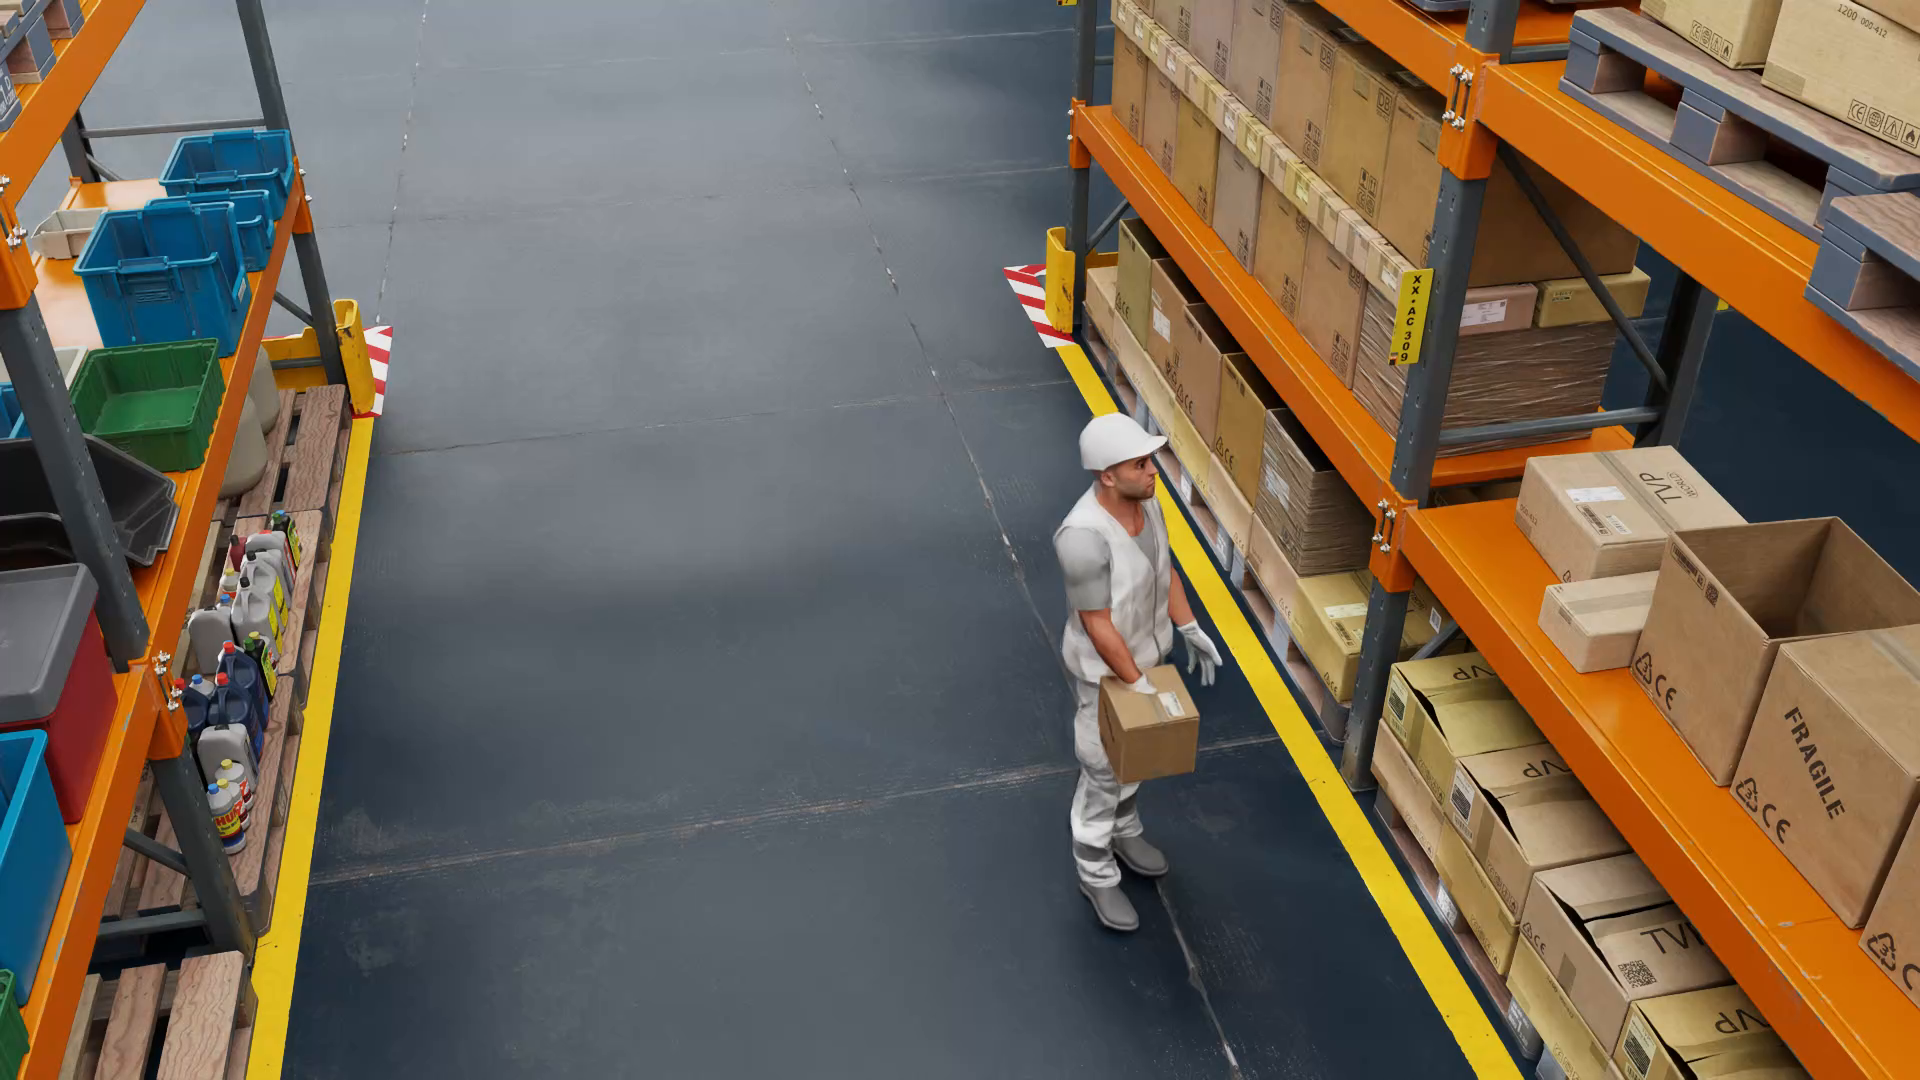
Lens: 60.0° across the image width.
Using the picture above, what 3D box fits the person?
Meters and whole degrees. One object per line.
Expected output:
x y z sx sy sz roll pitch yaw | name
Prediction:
0.563 0.427 5.471 0.498 1.796 0.578 19 38 26 | person
